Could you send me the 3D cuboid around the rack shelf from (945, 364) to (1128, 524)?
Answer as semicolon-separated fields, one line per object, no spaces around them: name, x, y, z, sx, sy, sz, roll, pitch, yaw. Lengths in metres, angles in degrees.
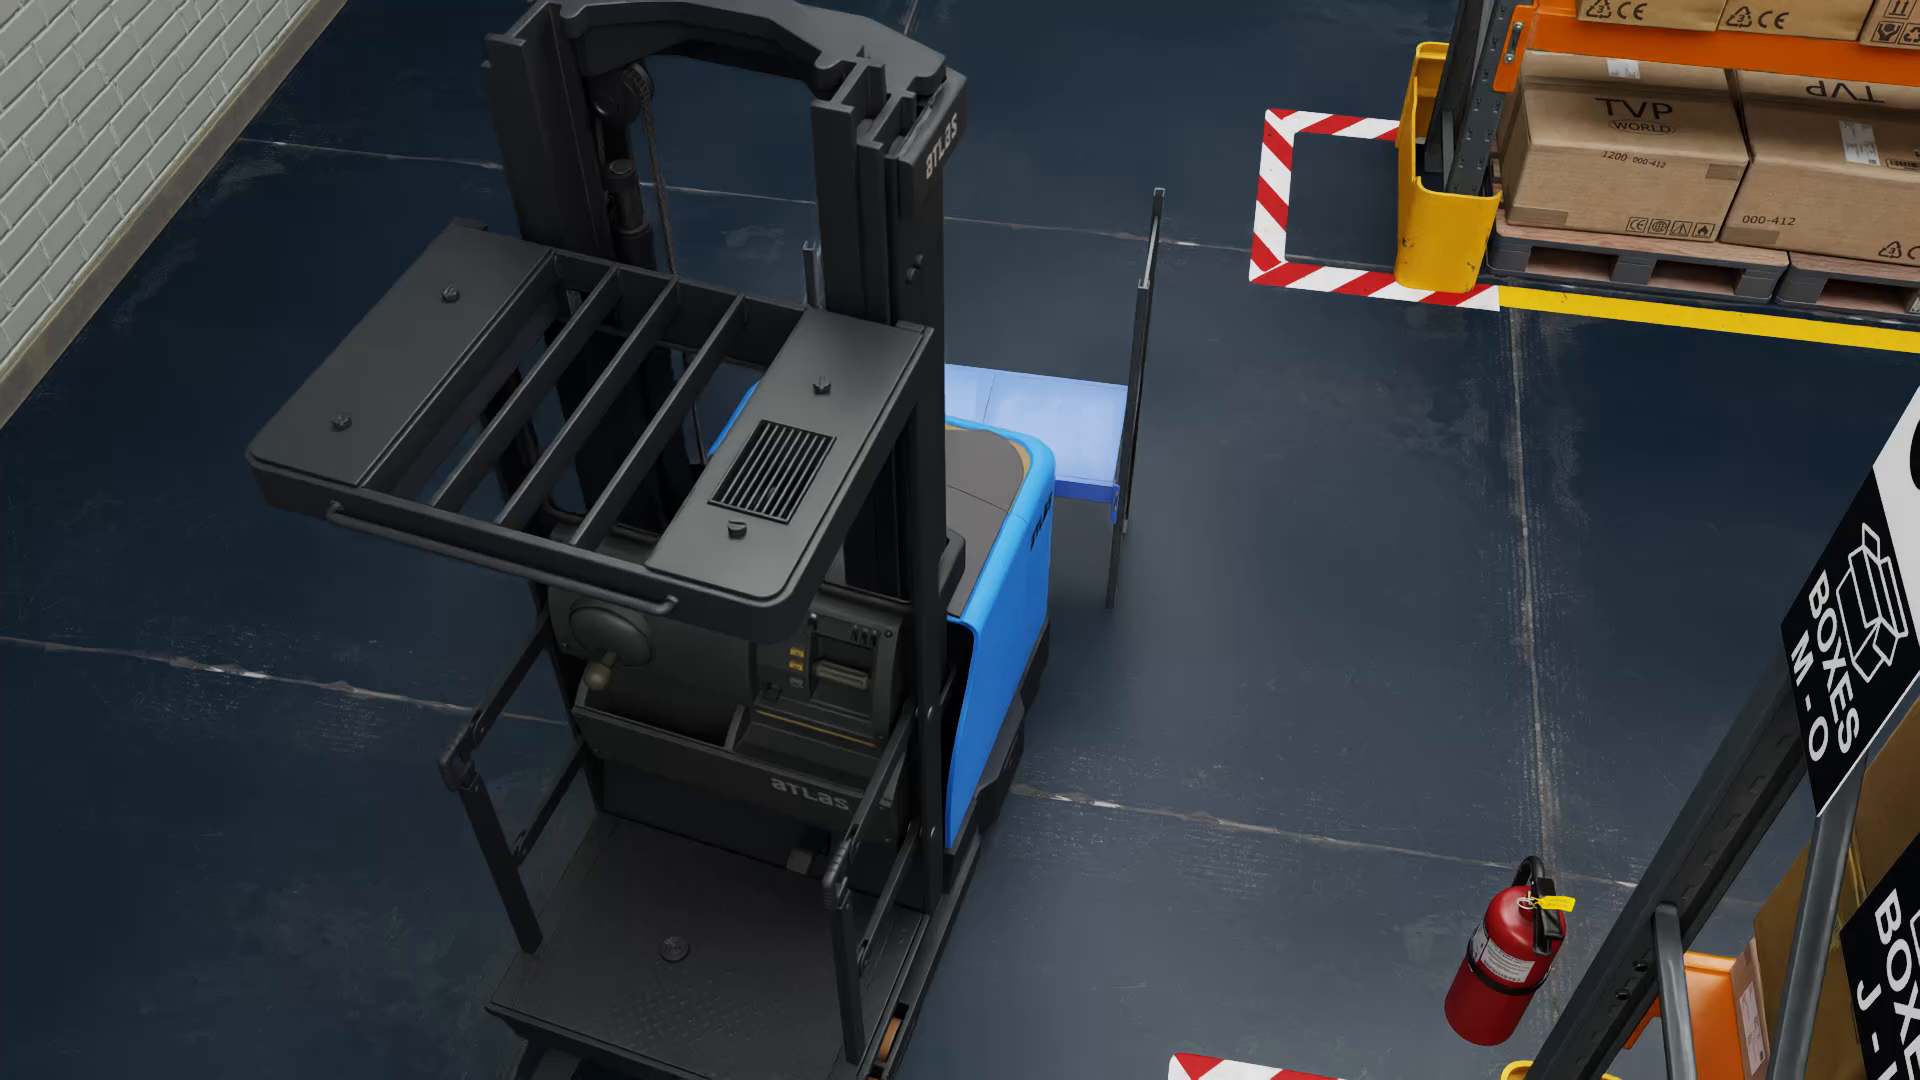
rack shelf;0.084;-0.370;5.816;1.000;0.185;0.538;8;49;7

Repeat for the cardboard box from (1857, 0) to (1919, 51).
cardboard box;3.609;-2.142;6.091;0.500;0.500;0.500;7;48;7

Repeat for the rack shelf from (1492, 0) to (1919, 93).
rack shelf;4.156;-2.004;6.518;4.000;0.370;1.077;8;49;7

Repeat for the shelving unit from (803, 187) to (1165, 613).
shelving unit;0.084;-0.490;5.682;1.048;1.500;0.538;8;49;7

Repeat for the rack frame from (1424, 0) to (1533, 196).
rack frame;2.188;-2.509;6.488;0.127;3.000;1.000;8;49;7

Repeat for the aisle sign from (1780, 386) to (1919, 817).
aisle sign;1.388;0.029;2.459;0.004;0.787;0.394;8;49;7

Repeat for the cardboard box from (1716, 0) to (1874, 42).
cardboard box;3.112;-2.222;6.163;0.500;0.500;0.500;7;48;6

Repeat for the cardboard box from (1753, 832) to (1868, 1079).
cardboard box;1.895;0.866;3.188;0.500;0.500;0.500;9;49;8

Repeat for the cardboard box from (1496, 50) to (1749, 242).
cardboard box;2.855;-1.779;7.272;0.875;0.438;0.875;6;48;6

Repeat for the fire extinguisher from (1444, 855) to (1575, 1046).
fire extinguisher;1.241;0.907;3.721;0.183;0.674;0.296;8;49;7

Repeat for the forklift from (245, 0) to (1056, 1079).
forklift;-0.661;0.350;3.965;1.130;2.935;3.031;15;50;13

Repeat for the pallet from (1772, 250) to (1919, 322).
pallet;4.185;-1.366;7.335;1.213;0.211;1.003;8;49;7

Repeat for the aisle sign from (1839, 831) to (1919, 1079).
aisle sign;1.281;0.468;2.065;0.004;0.787;0.394;8;49;7

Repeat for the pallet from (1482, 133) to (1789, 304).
pallet;2.988;-1.529;7.482;1.213;0.211;1.003;8;49;7

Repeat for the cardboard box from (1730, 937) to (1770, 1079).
cardboard box;1.778;1.048;3.461;0.250;0.149;0.380;8;49;7

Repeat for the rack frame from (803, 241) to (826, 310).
rack frame;-0.416;-0.557;5.742;0.032;1.500;0.500;8;49;7

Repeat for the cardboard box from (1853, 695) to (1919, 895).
cardboard box;1.901;0.539;2.810;0.500;0.500;0.500;7;48;6

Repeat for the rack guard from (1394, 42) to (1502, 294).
rack guard;2.164;-1.677;7.421;0.348;0.500;1.175;8;49;7

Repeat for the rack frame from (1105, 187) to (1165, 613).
rack frame;0.584;-0.423;5.622;0.032;1.500;0.500;8;49;7

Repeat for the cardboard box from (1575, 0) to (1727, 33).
cardboard box;2.609;-2.269;6.205;0.500;0.500;0.500;7;48;7

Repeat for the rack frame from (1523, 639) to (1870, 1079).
rack frame;1.406;1.130;3.218;0.053;2.616;0.949;8;49;7

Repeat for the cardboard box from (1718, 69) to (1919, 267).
cardboard box;3.757;-1.664;7.169;0.875;0.438;0.875;9;49;8

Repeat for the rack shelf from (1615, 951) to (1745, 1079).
rack shelf;3.375;1.632;3.250;4.000;0.370;1.077;8;49;7

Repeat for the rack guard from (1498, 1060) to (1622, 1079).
rack guard;1.481;1.973;4.141;0.348;0.500;1.175;8;49;7
